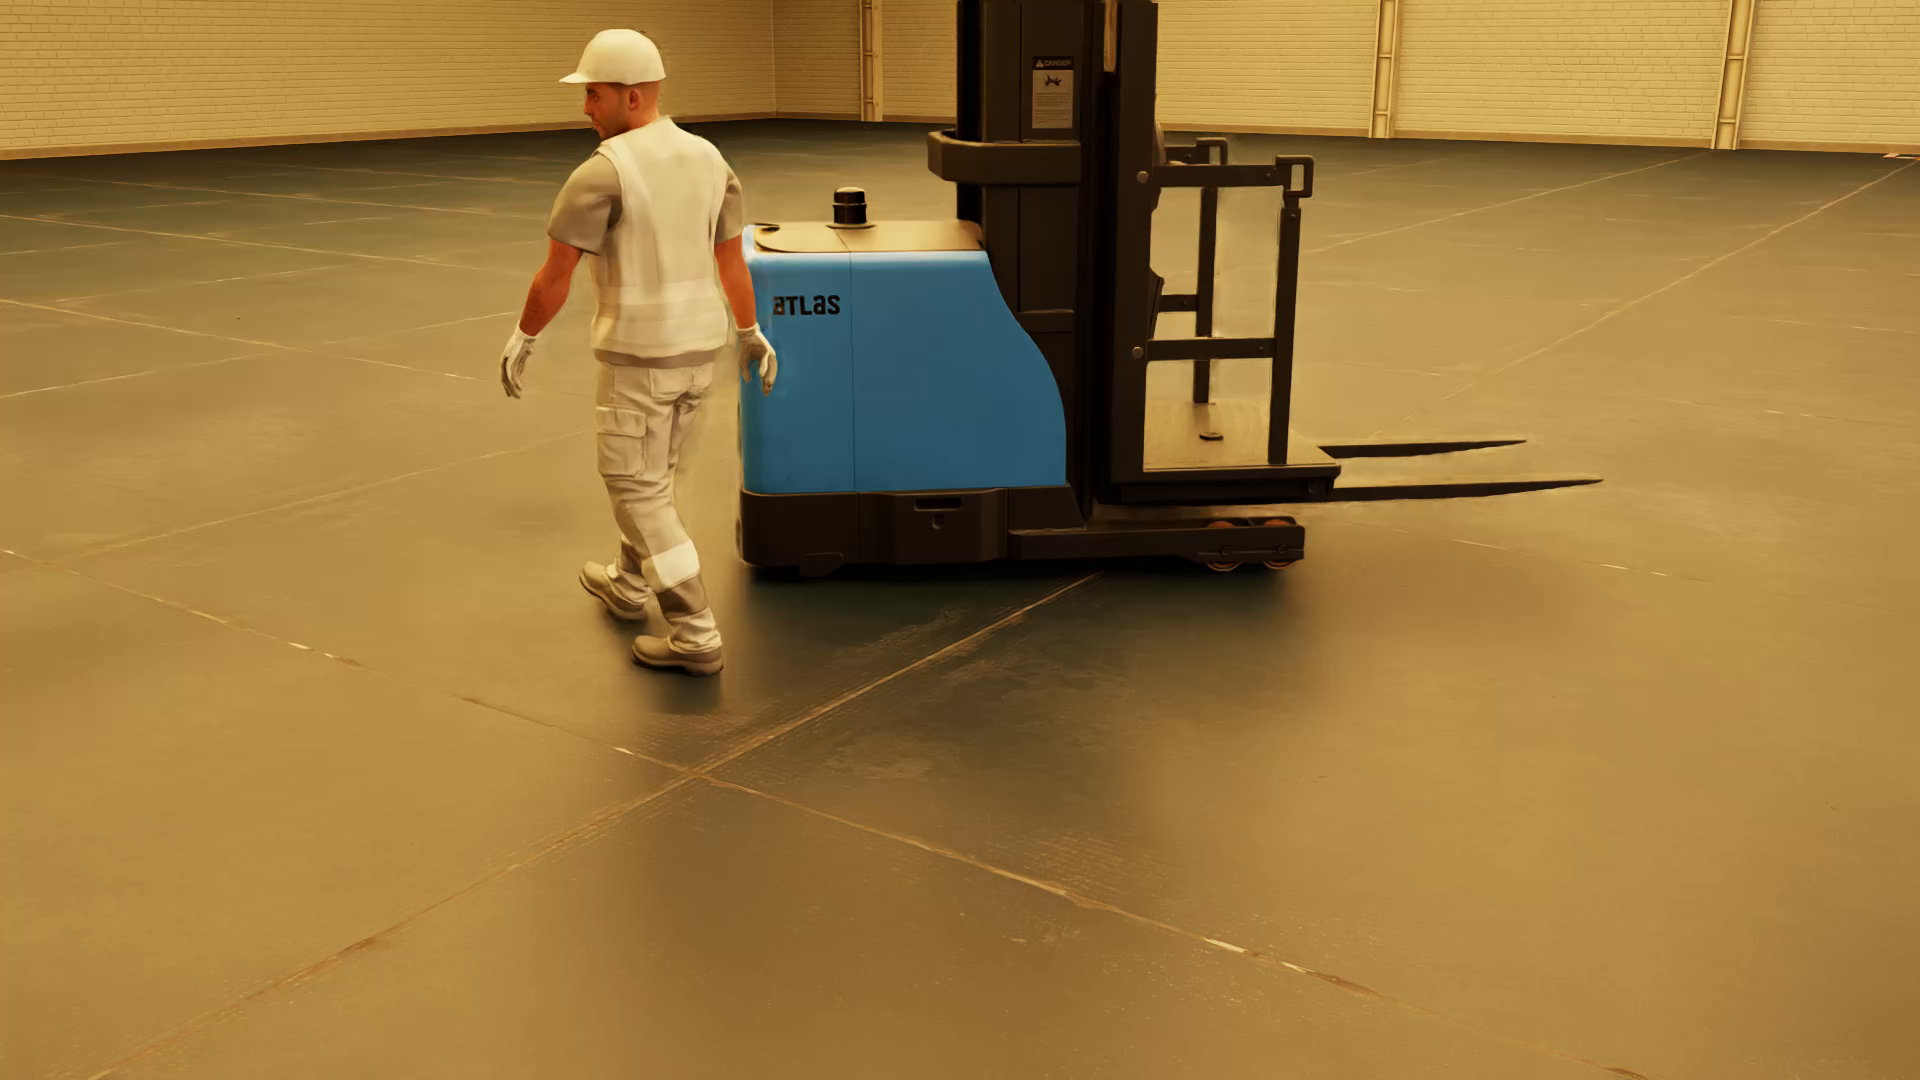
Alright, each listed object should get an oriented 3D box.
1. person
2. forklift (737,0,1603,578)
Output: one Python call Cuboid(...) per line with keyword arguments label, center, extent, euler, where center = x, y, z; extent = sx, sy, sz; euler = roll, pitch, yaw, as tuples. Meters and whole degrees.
Cuboid(label="person", center=(-0.939, -0.549, 4.775), extent=(0.801, 1.753, 0.730), euler=(10, 19, 30))
Cuboid(label="forklift", center=(0.734, -1.446, 5.670), extent=(3.031, 2.935, 1.130), euler=(-2, 17, -7))
